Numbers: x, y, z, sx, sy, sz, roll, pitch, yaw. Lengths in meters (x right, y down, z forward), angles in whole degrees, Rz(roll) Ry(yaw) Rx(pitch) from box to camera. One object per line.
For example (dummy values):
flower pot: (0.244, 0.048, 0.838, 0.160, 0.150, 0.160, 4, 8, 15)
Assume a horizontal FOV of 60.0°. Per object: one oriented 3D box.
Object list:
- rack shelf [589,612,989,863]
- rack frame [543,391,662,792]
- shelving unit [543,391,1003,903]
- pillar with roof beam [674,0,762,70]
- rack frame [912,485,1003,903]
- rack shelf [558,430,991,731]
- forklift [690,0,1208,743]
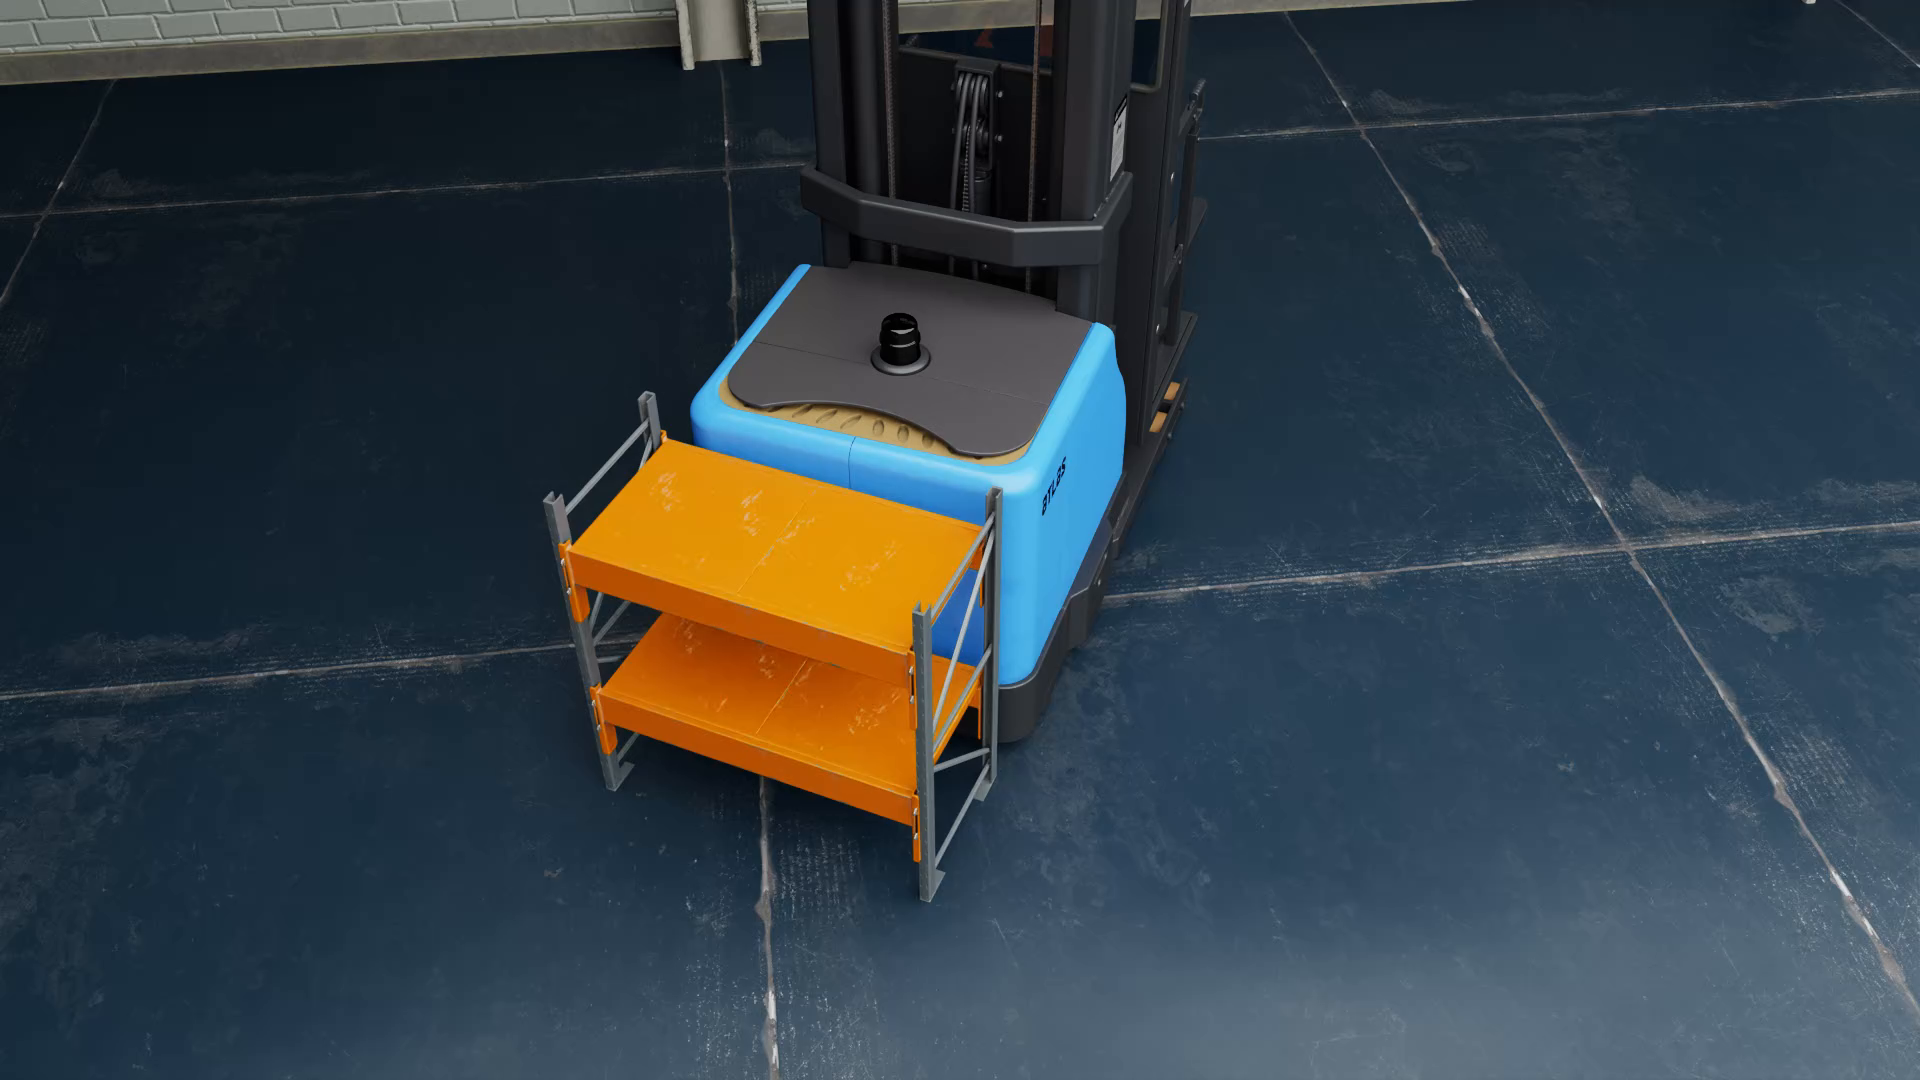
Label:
rack shelf: (-0.470, 0.485, 4.738, 1.000, 0.278, 0.538, 16, 44, 17)
rack frame: (-0.938, 0.170, 4.721, 0.032, 1.125, 0.500, 16, 44, 17)
shelving unit: (-0.470, 0.303, 4.574, 1.048, 1.125, 0.538, 16, 44, 17)
pillar with roof beam: (-0.662, -2.970, 2.324, 0.400, 9.000, 9.100, -5, 42, -6)
rack frame: (-0.001, 0.436, 4.427, 0.032, 1.125, 0.500, 16, 44, 17)
rack shelf: (-0.470, 0.086, 4.378, 1.000, 0.278, 0.538, 16, 44, 17)
forklift: (0.210, -1.481, 5.203, 1.130, 2.935, 3.031, 14, 44, 15)
